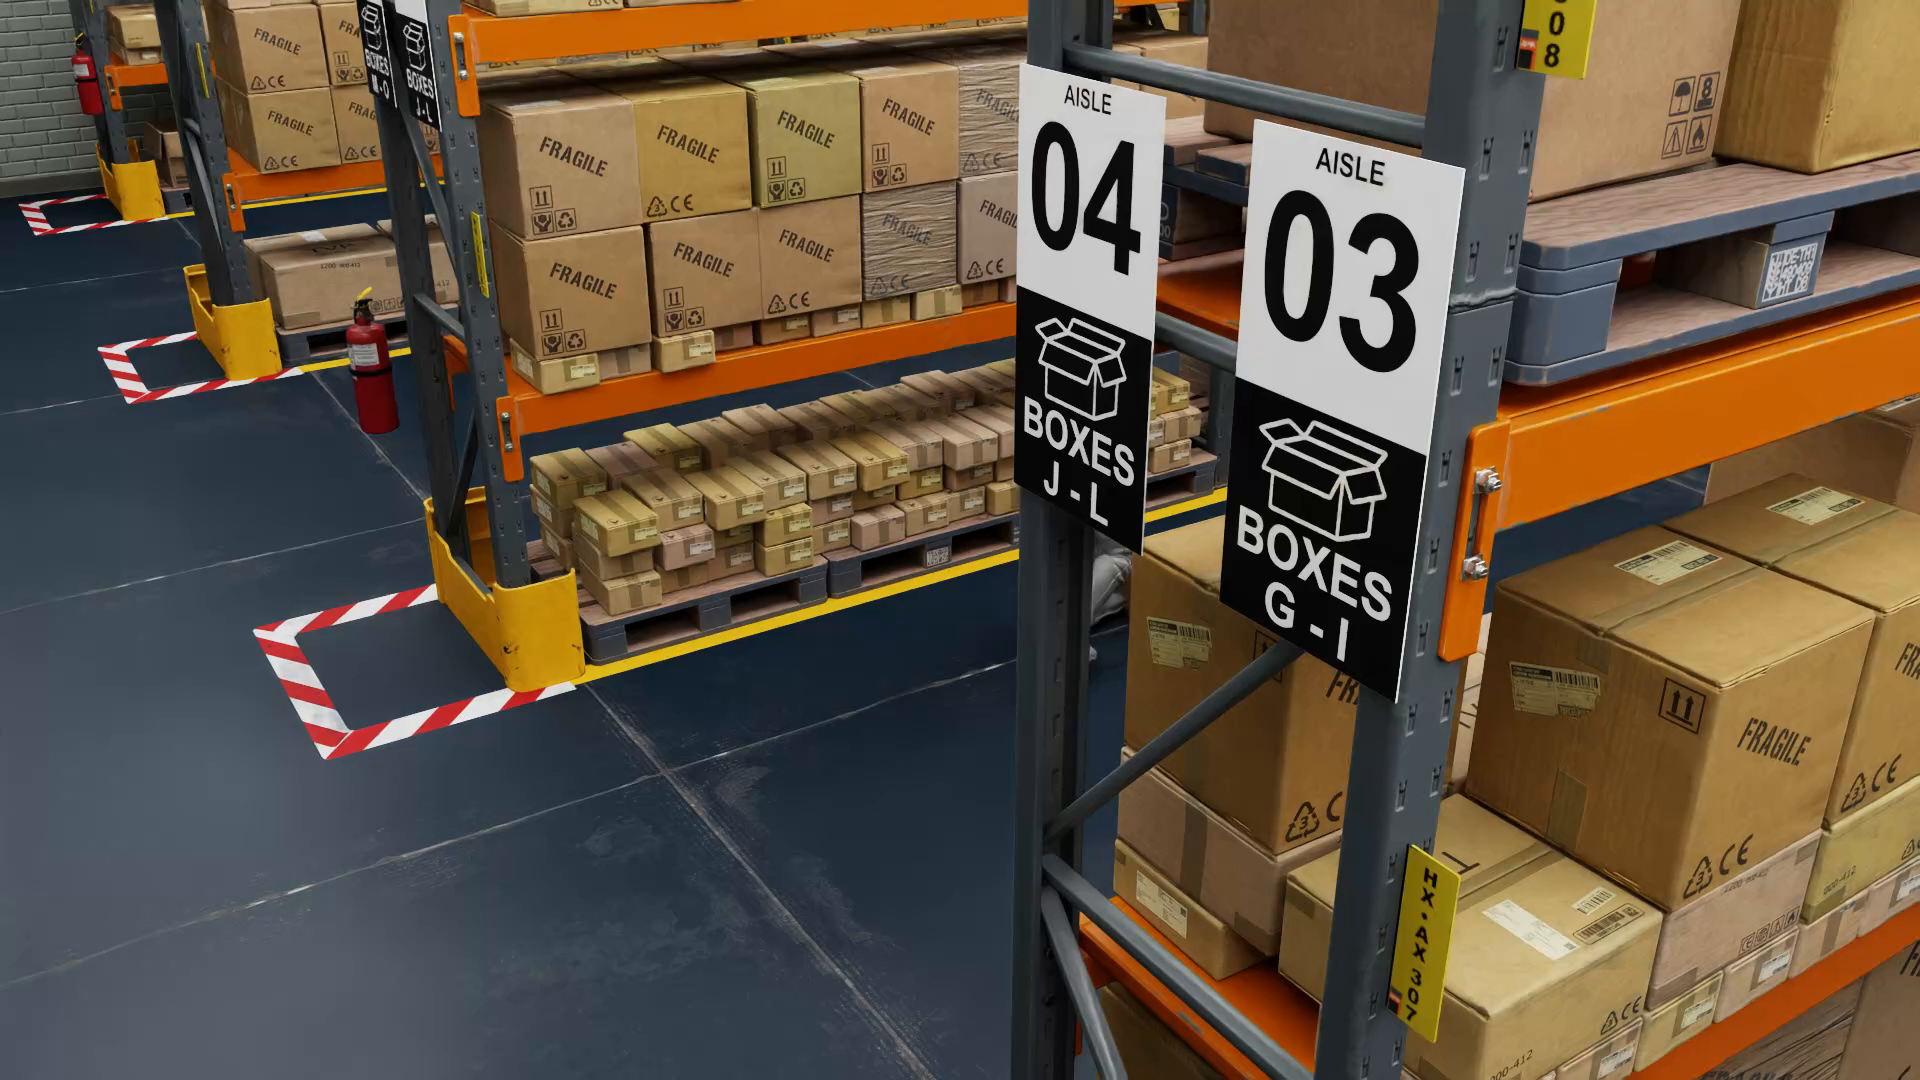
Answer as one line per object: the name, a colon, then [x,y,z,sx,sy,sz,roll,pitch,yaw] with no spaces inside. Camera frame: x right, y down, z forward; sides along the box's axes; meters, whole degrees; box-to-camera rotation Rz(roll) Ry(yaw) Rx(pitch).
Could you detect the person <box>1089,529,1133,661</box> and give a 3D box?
person: [0.563,-0.338,7.269,0.784,1.764,0.578,-18,31,-34]
